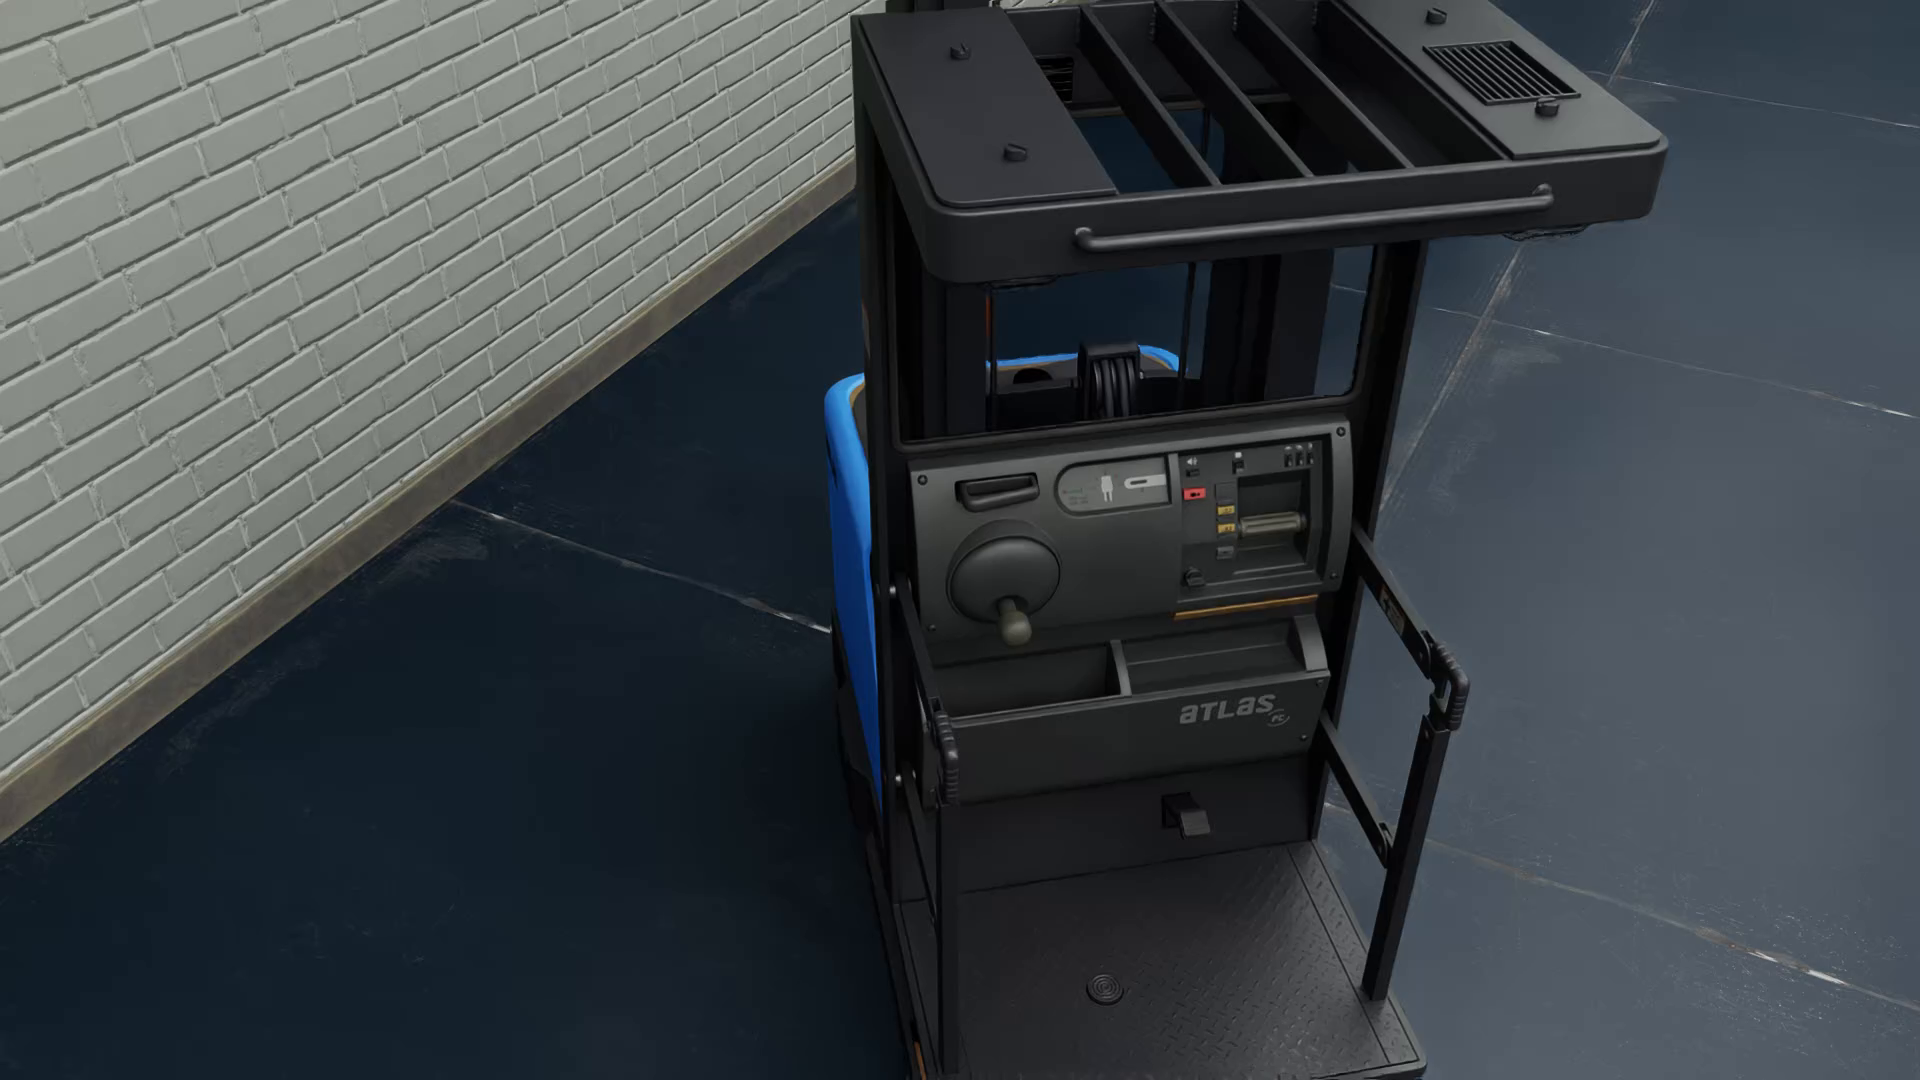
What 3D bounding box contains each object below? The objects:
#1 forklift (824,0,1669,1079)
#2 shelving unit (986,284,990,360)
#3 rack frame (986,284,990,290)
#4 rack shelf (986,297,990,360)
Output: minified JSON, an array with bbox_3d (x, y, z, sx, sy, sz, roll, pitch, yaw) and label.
[{"bbox_3d":[0.407,0.051,3.258,1.130,2.935,3.031,-7,38,-9],"label":"forklift"},{"bbox_3d":[-0.048,-0.433,5.452,0.252,1.050,0.215,17,41,21],"label":"shelving unit"},{"bbox_3d":[0.061,-0.399,5.407,0.008,1.050,0.200,17,41,21],"label":"rack frame"},{"bbox_3d":[-0.048,-0.651,5.287,0.240,0.259,0.215,17,41,21],"label":"rack shelf"}]
